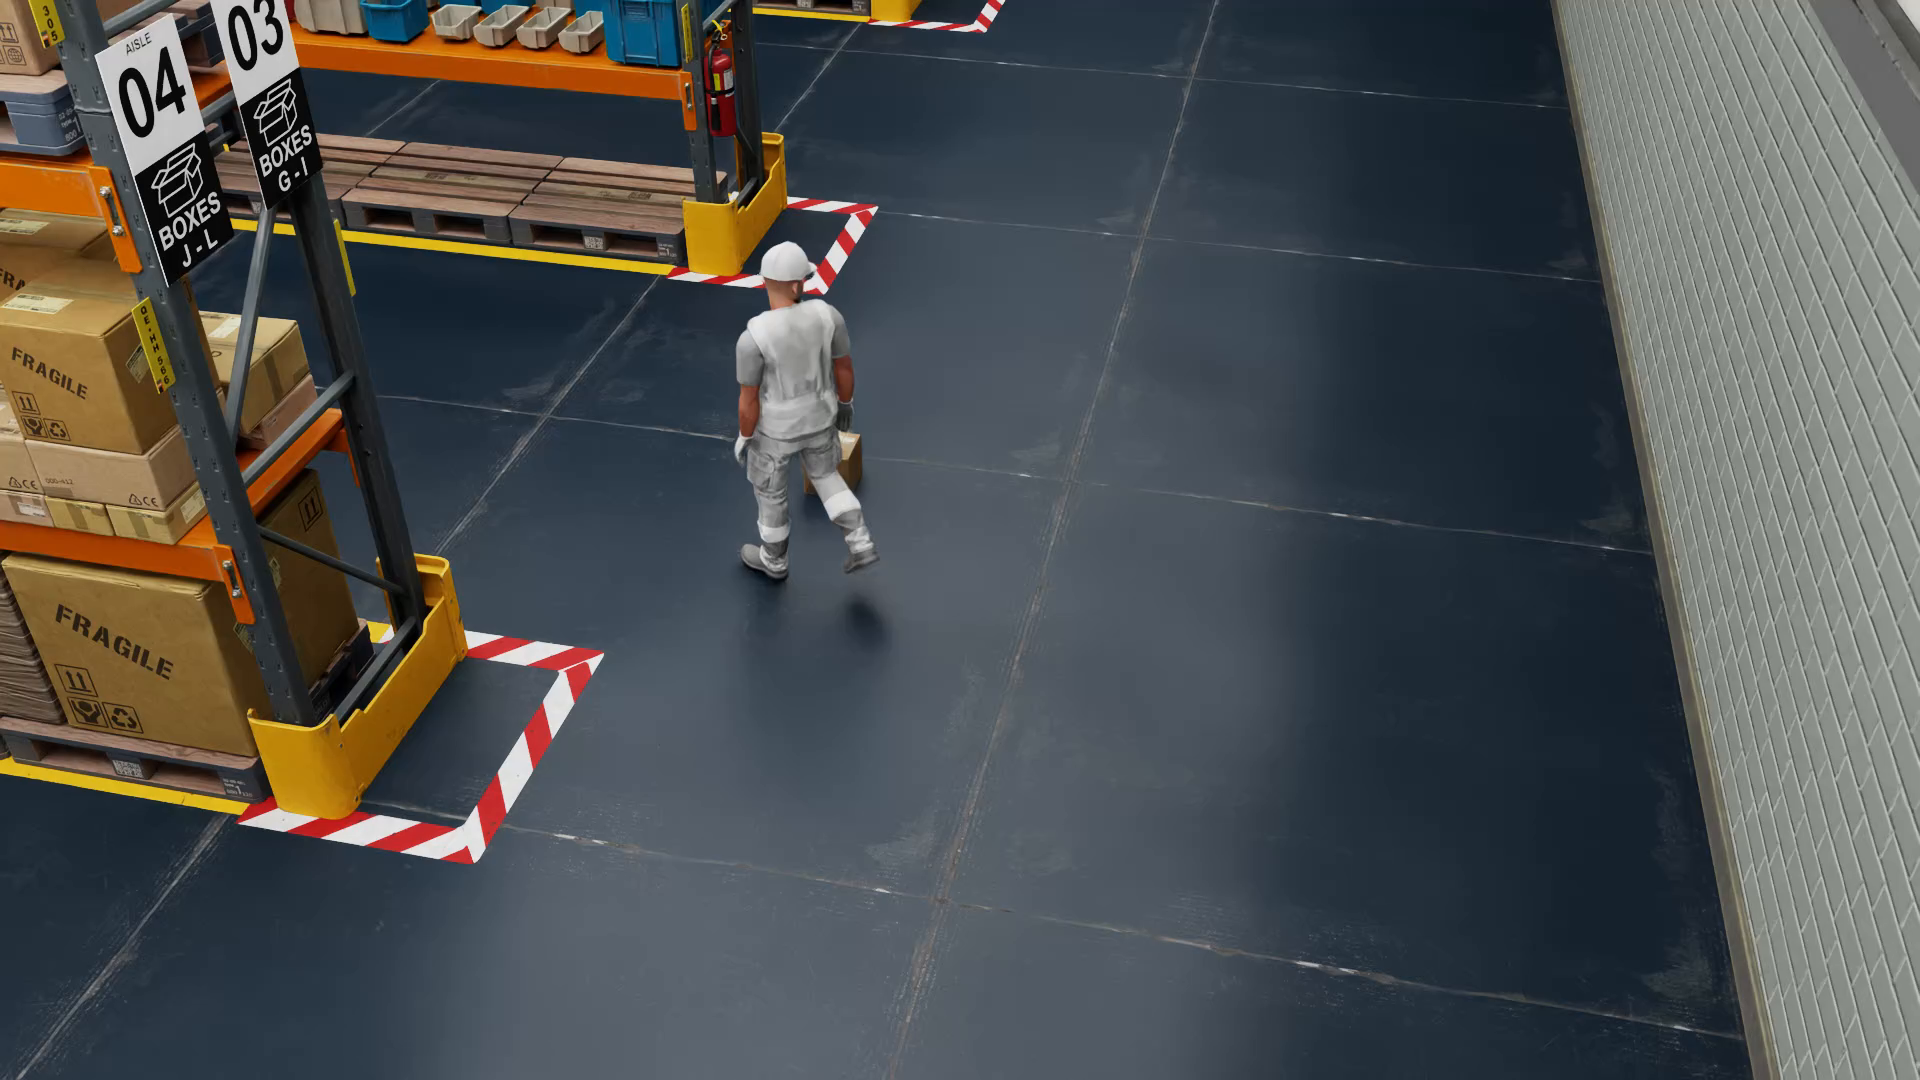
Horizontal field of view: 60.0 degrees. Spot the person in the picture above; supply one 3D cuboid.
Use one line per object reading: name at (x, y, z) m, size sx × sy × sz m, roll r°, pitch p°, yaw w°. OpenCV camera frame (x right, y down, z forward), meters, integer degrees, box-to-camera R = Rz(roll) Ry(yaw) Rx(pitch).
person at (-0.747, -0.525, 7.647) m, size 0.602 × 1.778 × 0.709 m, roll -21°, pitch 41°, yaw -26°
